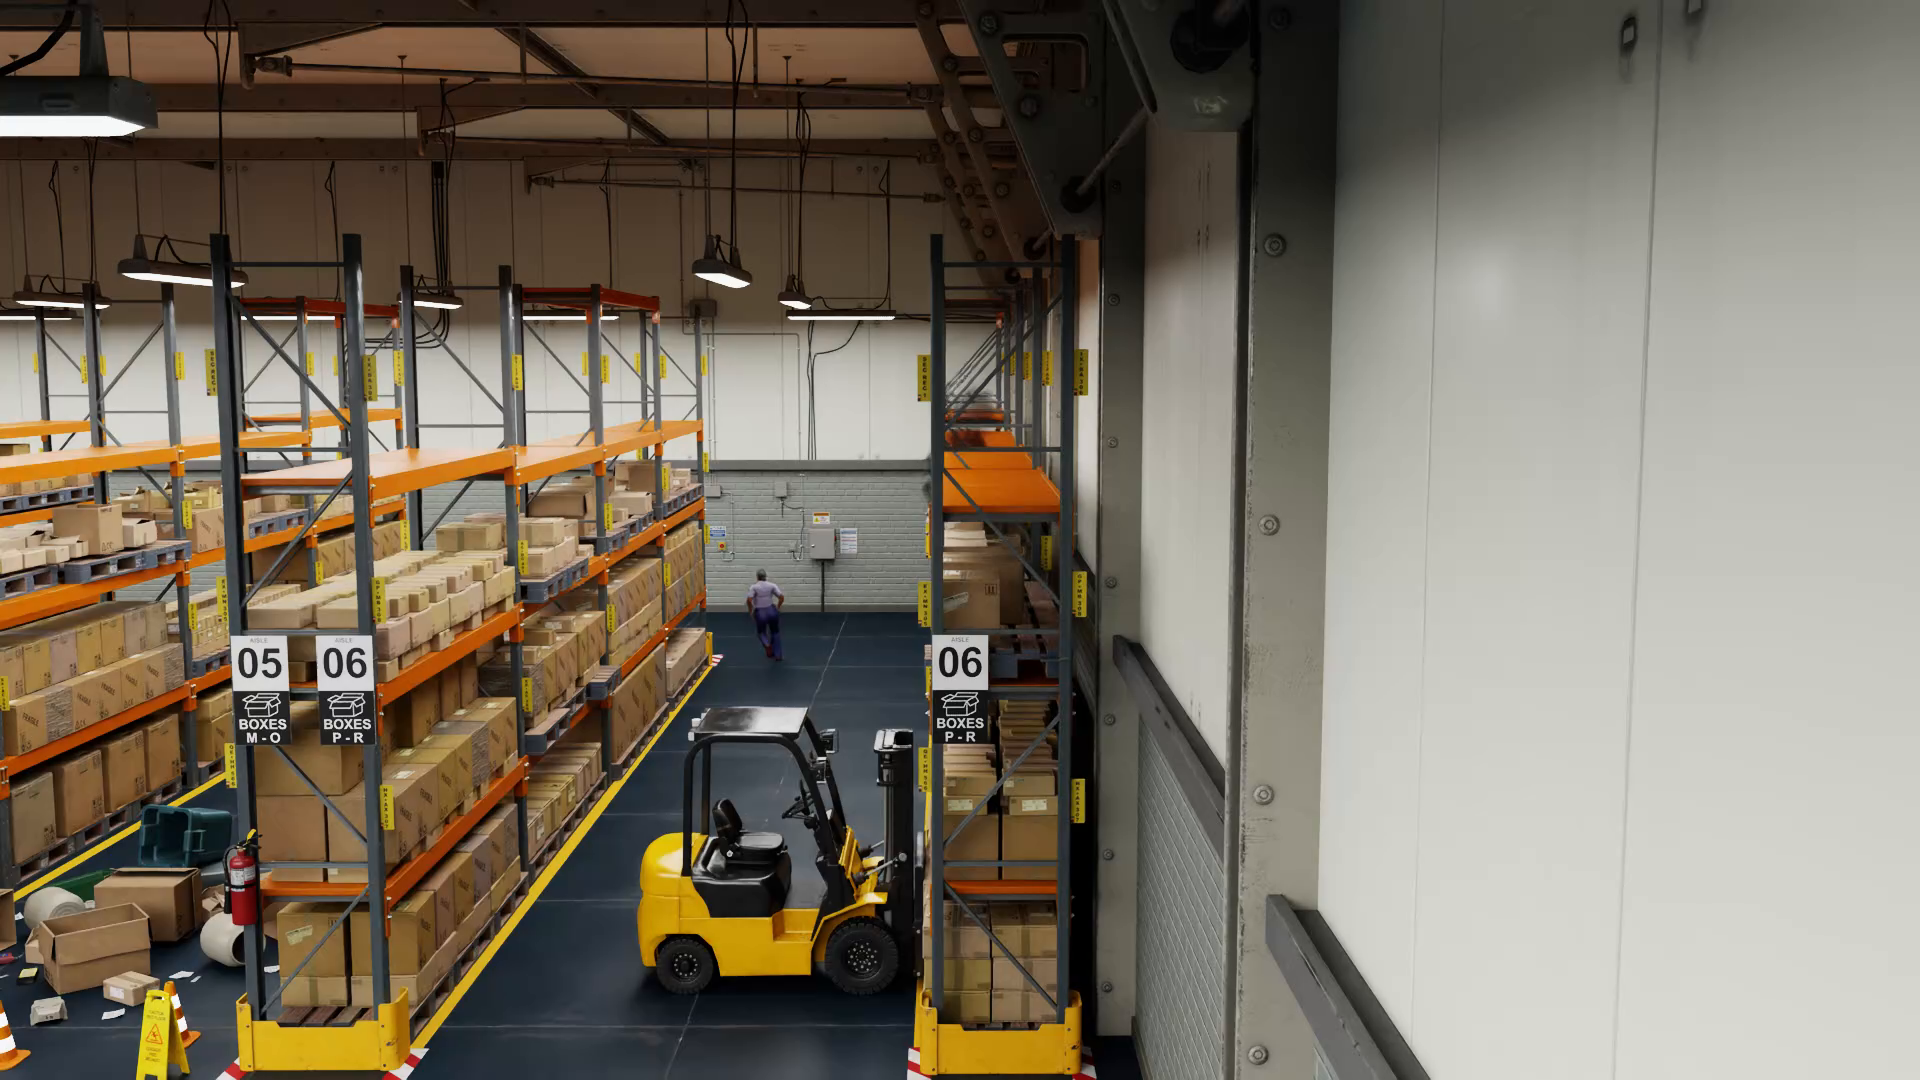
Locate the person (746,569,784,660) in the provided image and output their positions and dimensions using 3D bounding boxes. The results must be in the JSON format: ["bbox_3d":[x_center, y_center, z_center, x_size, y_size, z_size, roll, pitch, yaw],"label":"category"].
[{"bbox_3d":[-3.326,1.281,28.224,0.657,1.582,0.494,-2,7,-16],"label":"person"}]
